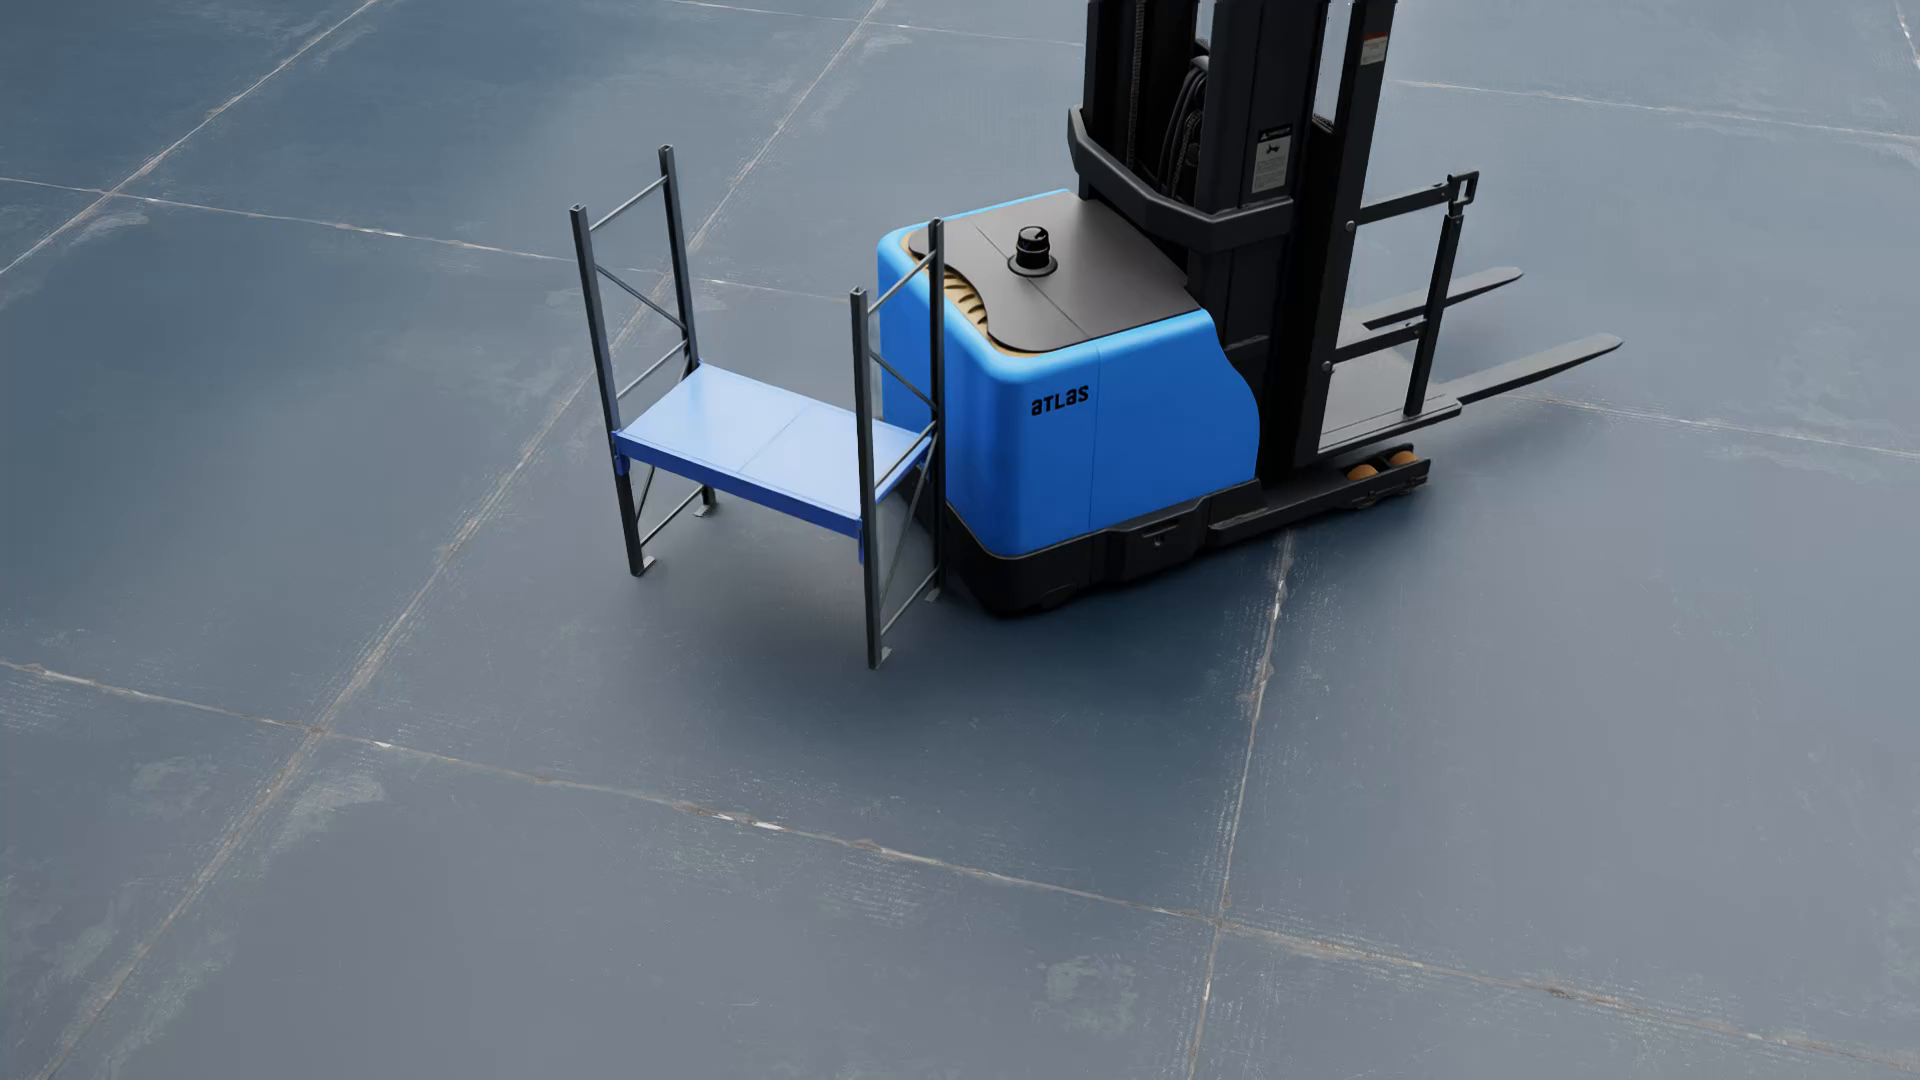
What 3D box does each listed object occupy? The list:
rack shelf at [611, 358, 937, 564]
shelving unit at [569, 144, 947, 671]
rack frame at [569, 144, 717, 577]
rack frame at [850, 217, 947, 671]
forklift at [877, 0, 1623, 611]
[{"bbox_3d":[-0.628,-0.290,5.708,1.000,0.185,0.538,19,44,22],"label":"rack shelf"},{"bbox_3d":[-0.628,-0.427,5.593,1.048,1.500,0.538,19,44,22],"label":"shelving unit"},{"bbox_3d":[-1.074,-0.584,5.779,0.032,1.500,0.500,19,44,22],"label":"rack frame"},{"bbox_3d":[-0.182,-0.270,5.406,0.032,1.500,0.500,19,44,22],"label":"rack frame"},{"bbox_3d":[1.244,-1.531,5.794,3.031,2.935,1.130,-18,43,-20],"label":"forklift"}]
